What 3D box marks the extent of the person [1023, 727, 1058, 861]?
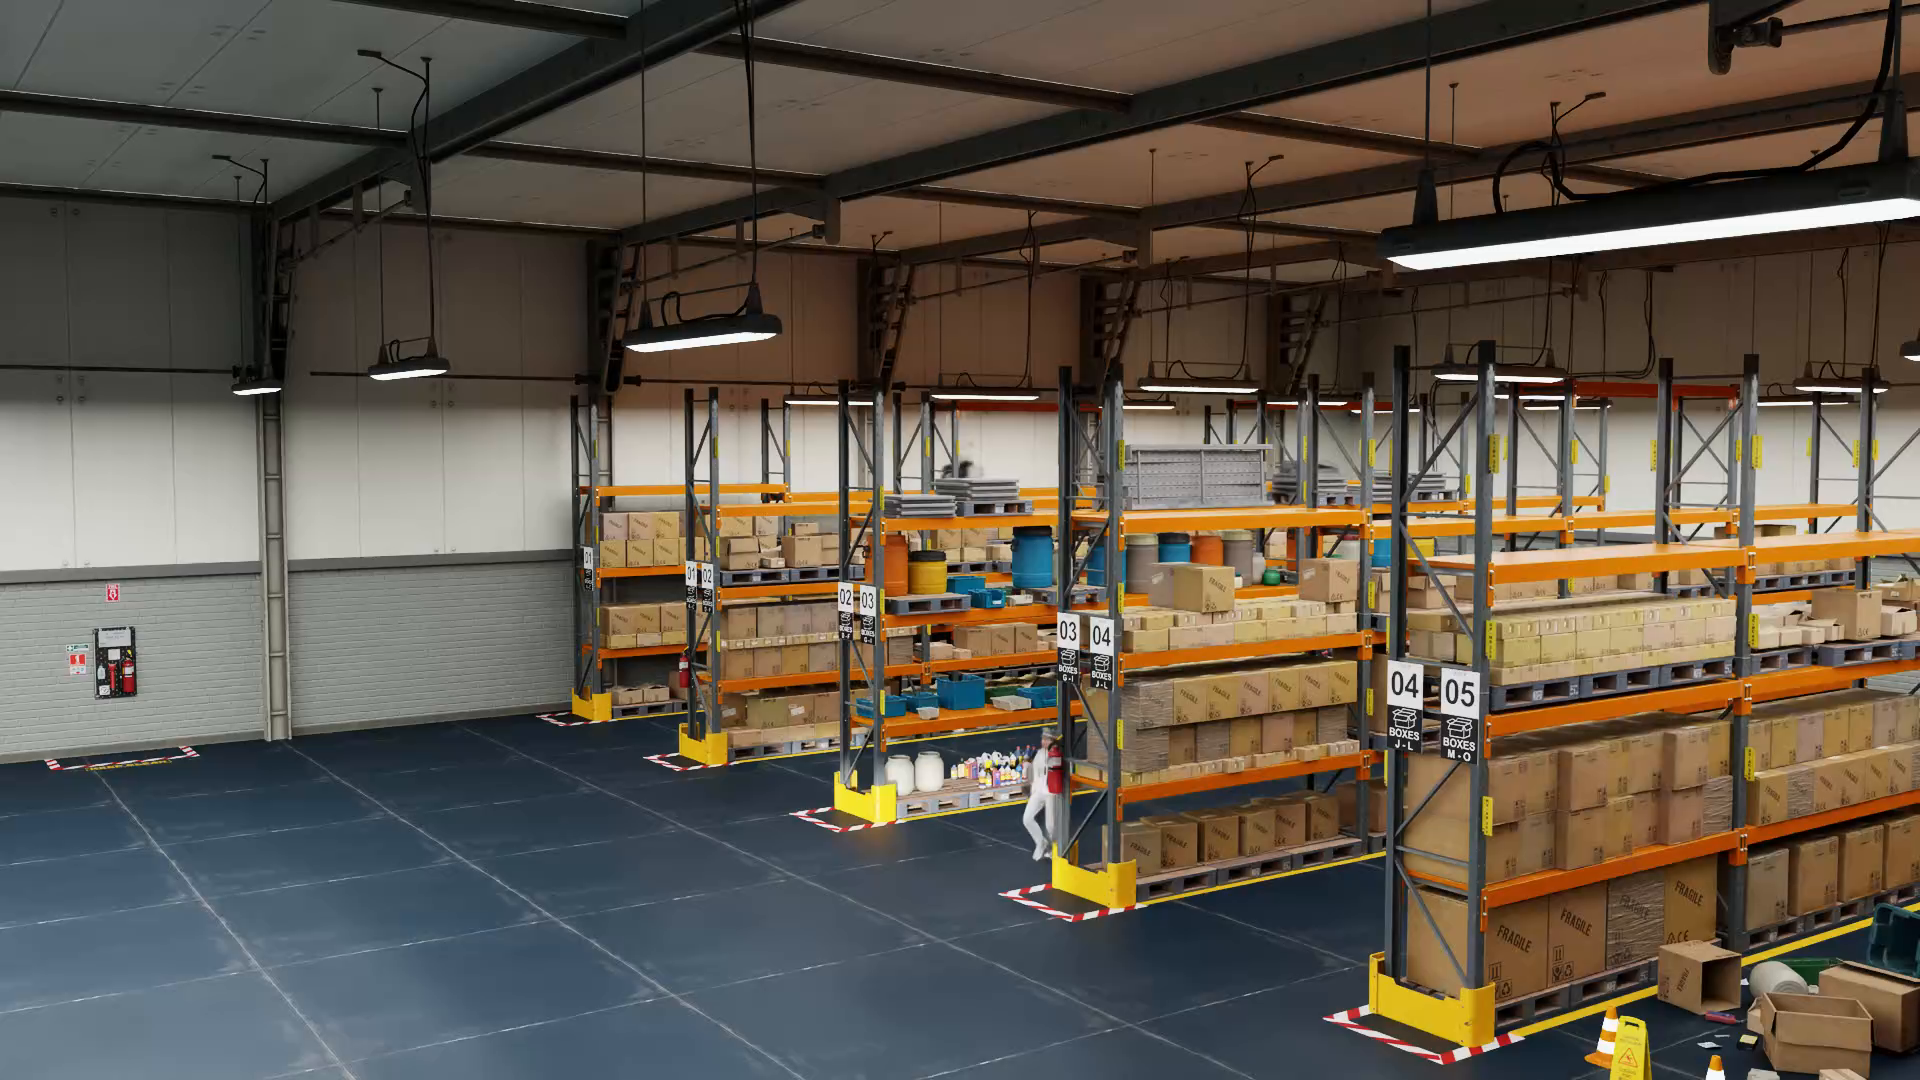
[{"bbox_3d":[1.047,3.112,20.324,0.647,1.688,0.594,-3,5,-43],"label":"person"}]
